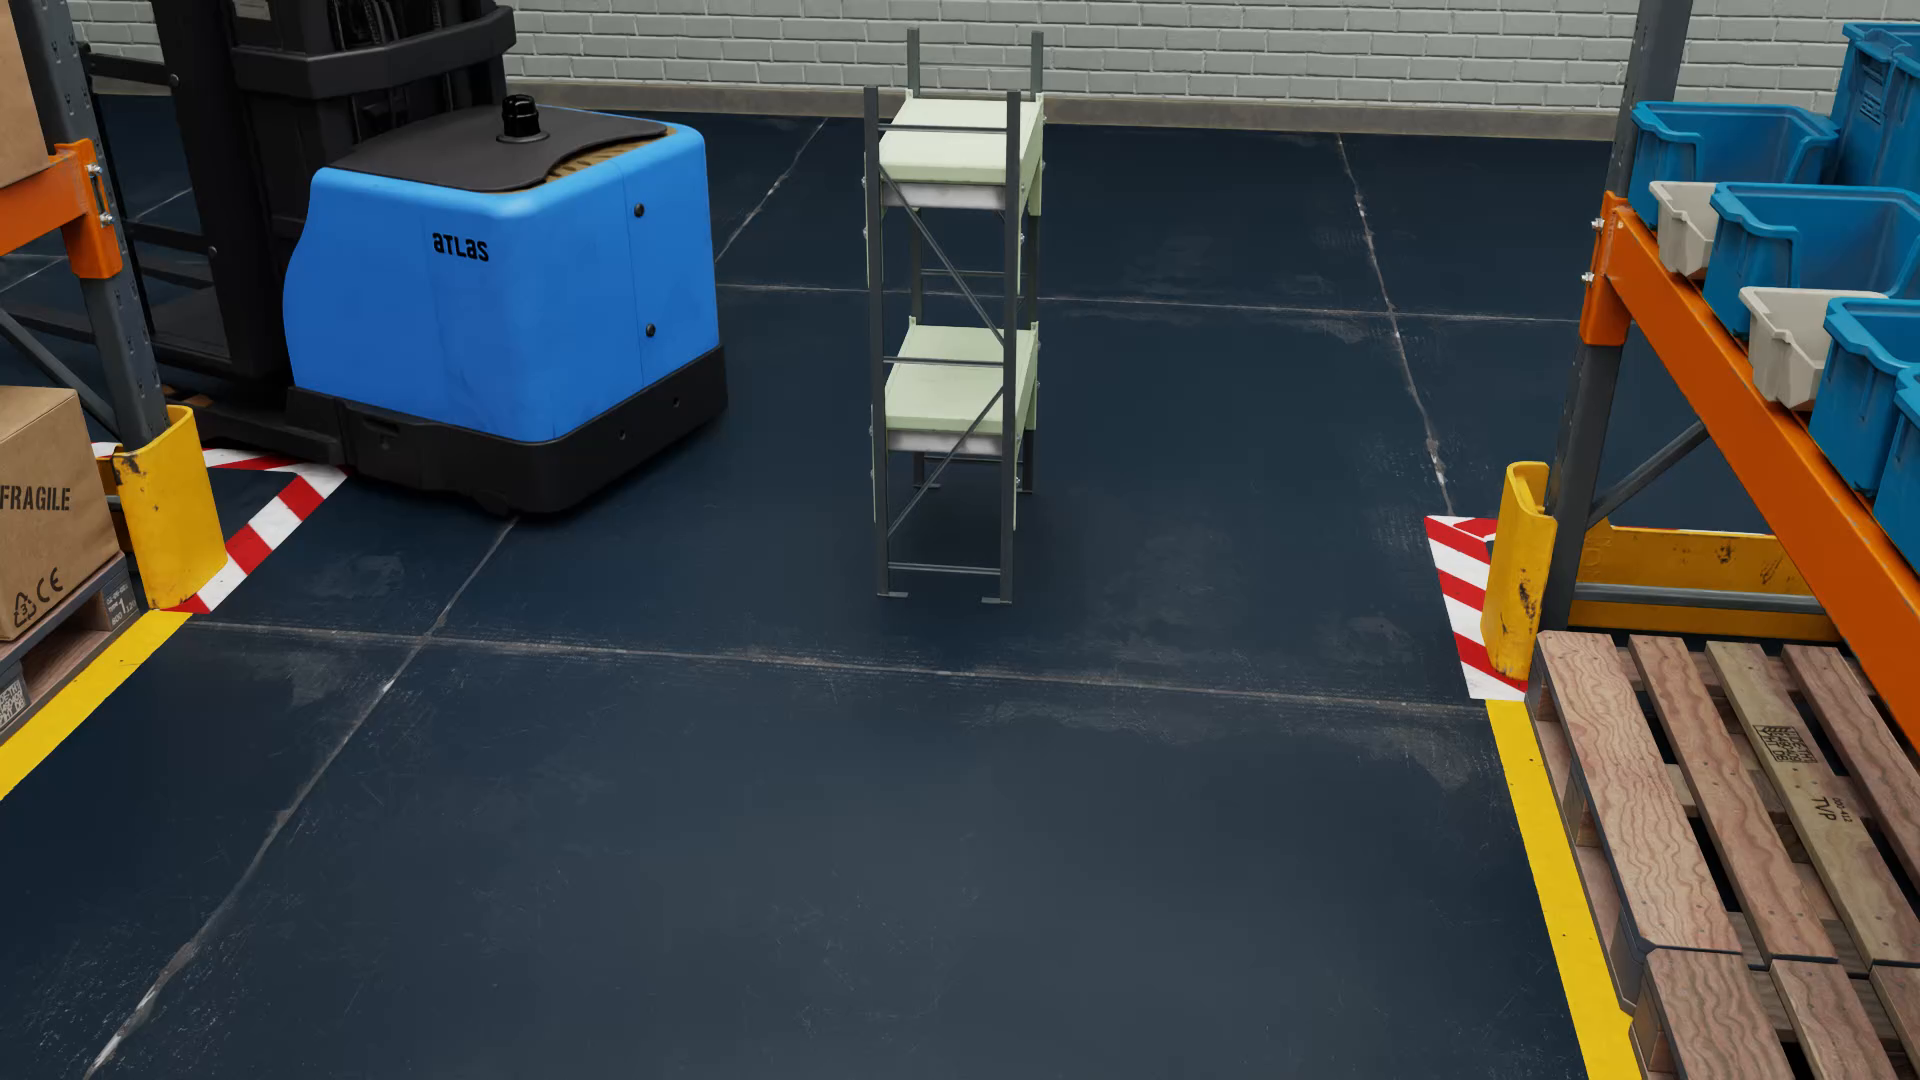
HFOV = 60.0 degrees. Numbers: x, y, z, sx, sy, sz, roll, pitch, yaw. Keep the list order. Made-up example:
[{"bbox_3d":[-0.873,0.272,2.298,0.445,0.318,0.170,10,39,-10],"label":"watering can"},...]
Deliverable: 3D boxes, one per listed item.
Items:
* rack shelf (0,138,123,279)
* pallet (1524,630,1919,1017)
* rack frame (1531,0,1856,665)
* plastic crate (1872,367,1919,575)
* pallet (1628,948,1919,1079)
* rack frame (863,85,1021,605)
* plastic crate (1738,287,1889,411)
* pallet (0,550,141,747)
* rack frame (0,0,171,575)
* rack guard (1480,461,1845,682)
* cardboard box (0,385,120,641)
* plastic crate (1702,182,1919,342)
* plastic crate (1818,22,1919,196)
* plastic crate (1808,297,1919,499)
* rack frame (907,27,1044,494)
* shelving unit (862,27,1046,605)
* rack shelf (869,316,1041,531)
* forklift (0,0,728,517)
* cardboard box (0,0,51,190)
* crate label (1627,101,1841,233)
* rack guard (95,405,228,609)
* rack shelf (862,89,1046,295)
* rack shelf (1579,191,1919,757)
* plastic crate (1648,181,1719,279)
[{"bbox_3d":[-3.086,-0.006,2.858,1.077,0.370,4.000,3,28,6],"label":"rack shelf"},{"bbox_3d":[1.935,0.639,3.842,1.003,0.211,1.213,3,28,6],"label":"pallet"},{"bbox_3d":[2.075,-0.975,3.897,1.000,3.000,0.127,3,28,6],"label":"rack frame"},{"bbox_3d":[1.520,-0.069,2.329,0.416,0.233,0.300,3,28,6],"label":"plastic crate"},{"bbox_3d":[1.783,1.211,2.779,1.003,0.211,1.213,3,28,6],"label":"pallet"},{"bbox_3d":[-0.046,-0.485,4.569,0.400,1.500,0.023,3,28,6],"label":"rack frame"},{"bbox_3d":[1.513,-0.323,2.901,0.250,0.136,0.298,3,28,6],"label":"plastic crate"},{"bbox_3d":[-2.947,0.374,4.333,1.003,0.211,1.213,3,28,6],"label":"pallet"},{"bbox_3d":[-2.841,-1.264,4.434,1.000,3.000,0.127,3,28,6],"label":"rack frame"},{"bbox_3d":[2.065,0.114,4.512,1.175,0.500,0.348,3,28,6],"label":"rack guard"},{"bbox_3d":[-2.663,-0.087,4.421,0.500,0.500,0.500,3,28,6],"label":"cardboard box"},{"bbox_3d":[1.637,-0.521,3.167,0.416,0.233,0.300,3,28,6],"label":"plastic crate"},{"bbox_3d":[2.219,-0.848,3.562,0.616,0.435,0.499,3,28,6],"label":"plastic crate"},{"bbox_3d":[1.557,-0.211,2.592,0.416,0.233,0.300,3,28,6],"label":"plastic crate"},{"bbox_3d":[0.044,-0.829,5.208,0.400,1.500,0.023,3,28,6],"label":"rack frame"},{"bbox_3d":[-0.001,-0.657,4.888,0.431,1.500,0.755,3,28,6],"label":"shelving unit"},{"bbox_3d":[-0.001,-0.370,5.043,0.431,0.370,0.720,3,28,6],"label":"rack shelf"},{"bbox_3d":[-2.387,-1.842,5.579,3.031,2.935,1.130,14,31,24],"label":"forklift"},{"bbox_3d":[-2.625,-1.082,3.990,0.500,0.500,0.500,4,29,8],"label":"cardboard box"},{"bbox_3d":[1.718,-0.830,3.742,0.416,0.233,0.303,3,28,6],"label":"crate label"},{"bbox_3d":[-2.850,-0.128,4.961,1.175,0.500,0.348,3,28,6],"label":"rack guard"},{"bbox_3d":[-0.001,-1.001,4.703,0.431,0.370,0.720,3,28,6],"label":"rack shelf"},{"bbox_3d":[1.830,0.283,2.320,1.077,0.370,4.000,3,28,6],"label":"rack shelf"},{"bbox_3d":[1.597,-0.642,3.494,0.250,0.136,0.298,3,28,6],"label":"plastic crate"}]
